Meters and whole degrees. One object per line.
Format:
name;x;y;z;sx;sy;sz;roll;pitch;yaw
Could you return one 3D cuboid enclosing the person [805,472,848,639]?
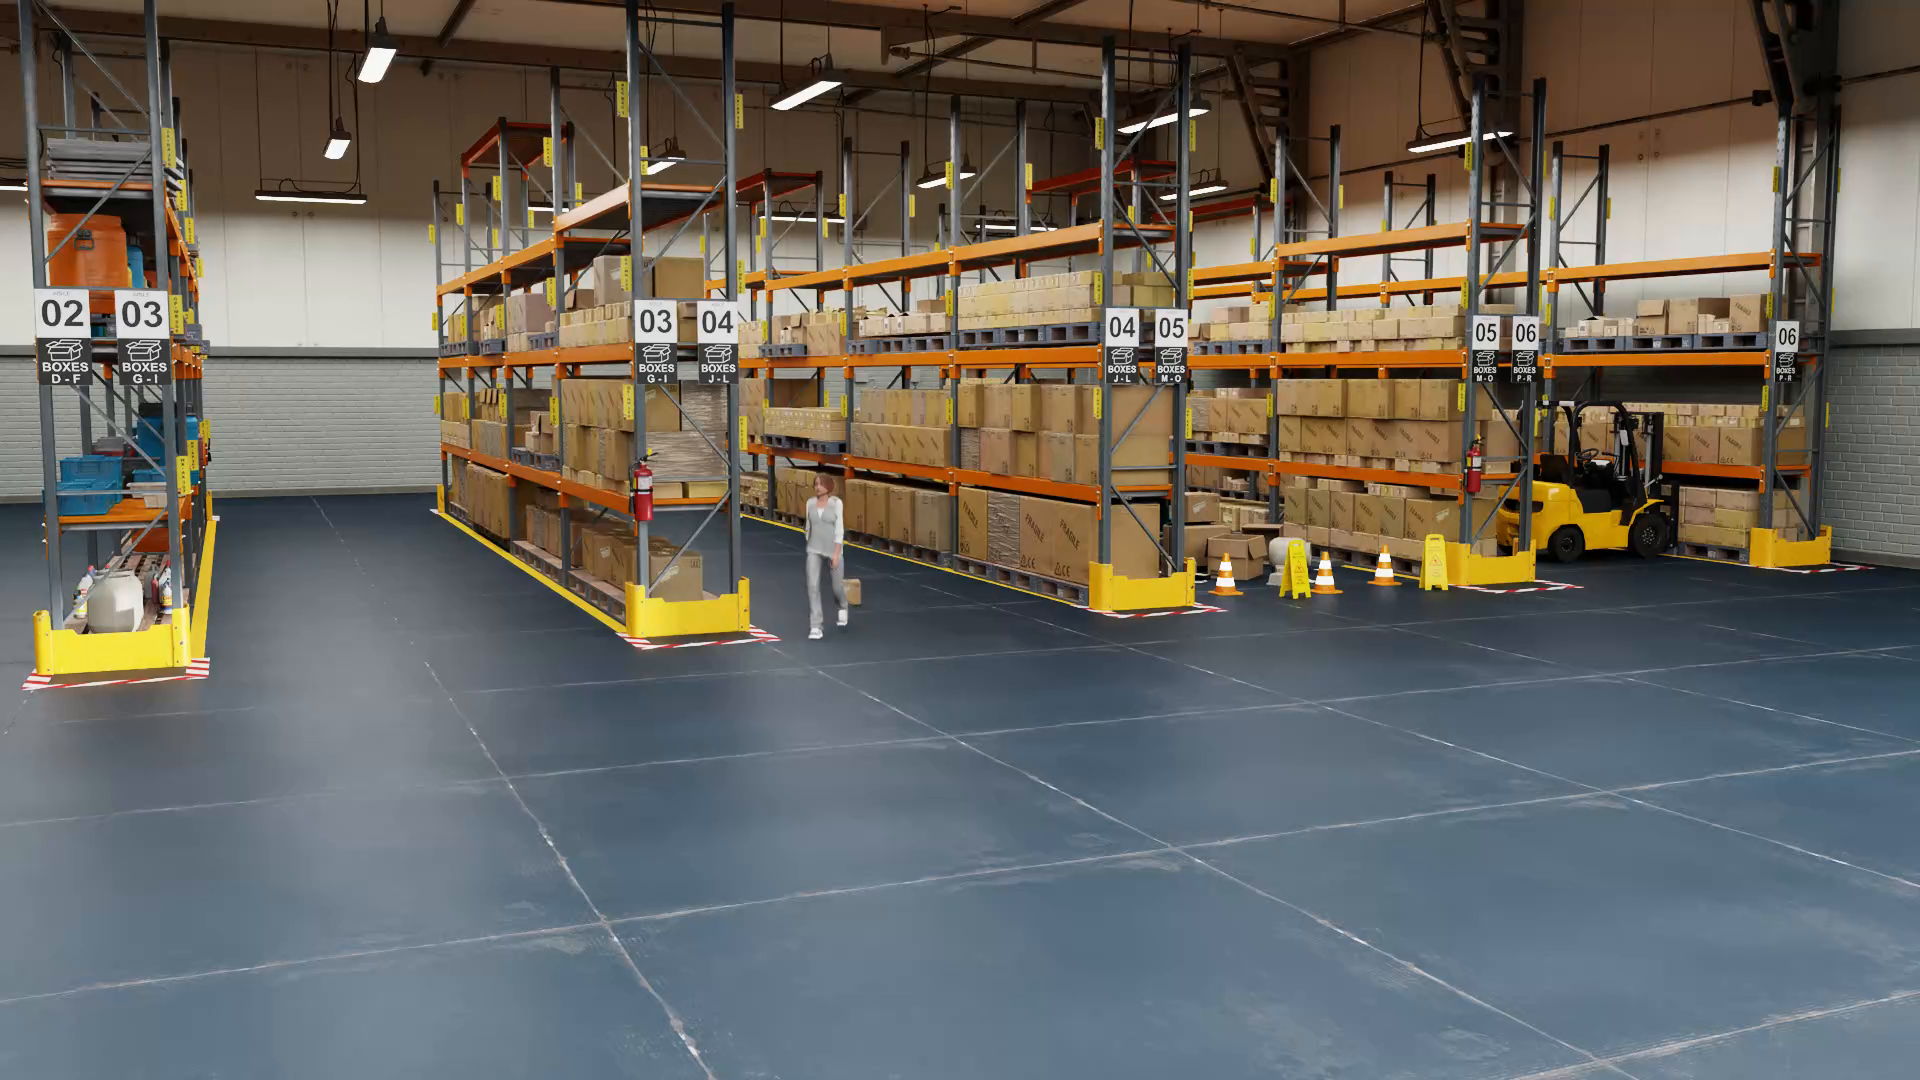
person;-1.290;0.133;15.858;0.399;1.533;0.869;1;6;6
